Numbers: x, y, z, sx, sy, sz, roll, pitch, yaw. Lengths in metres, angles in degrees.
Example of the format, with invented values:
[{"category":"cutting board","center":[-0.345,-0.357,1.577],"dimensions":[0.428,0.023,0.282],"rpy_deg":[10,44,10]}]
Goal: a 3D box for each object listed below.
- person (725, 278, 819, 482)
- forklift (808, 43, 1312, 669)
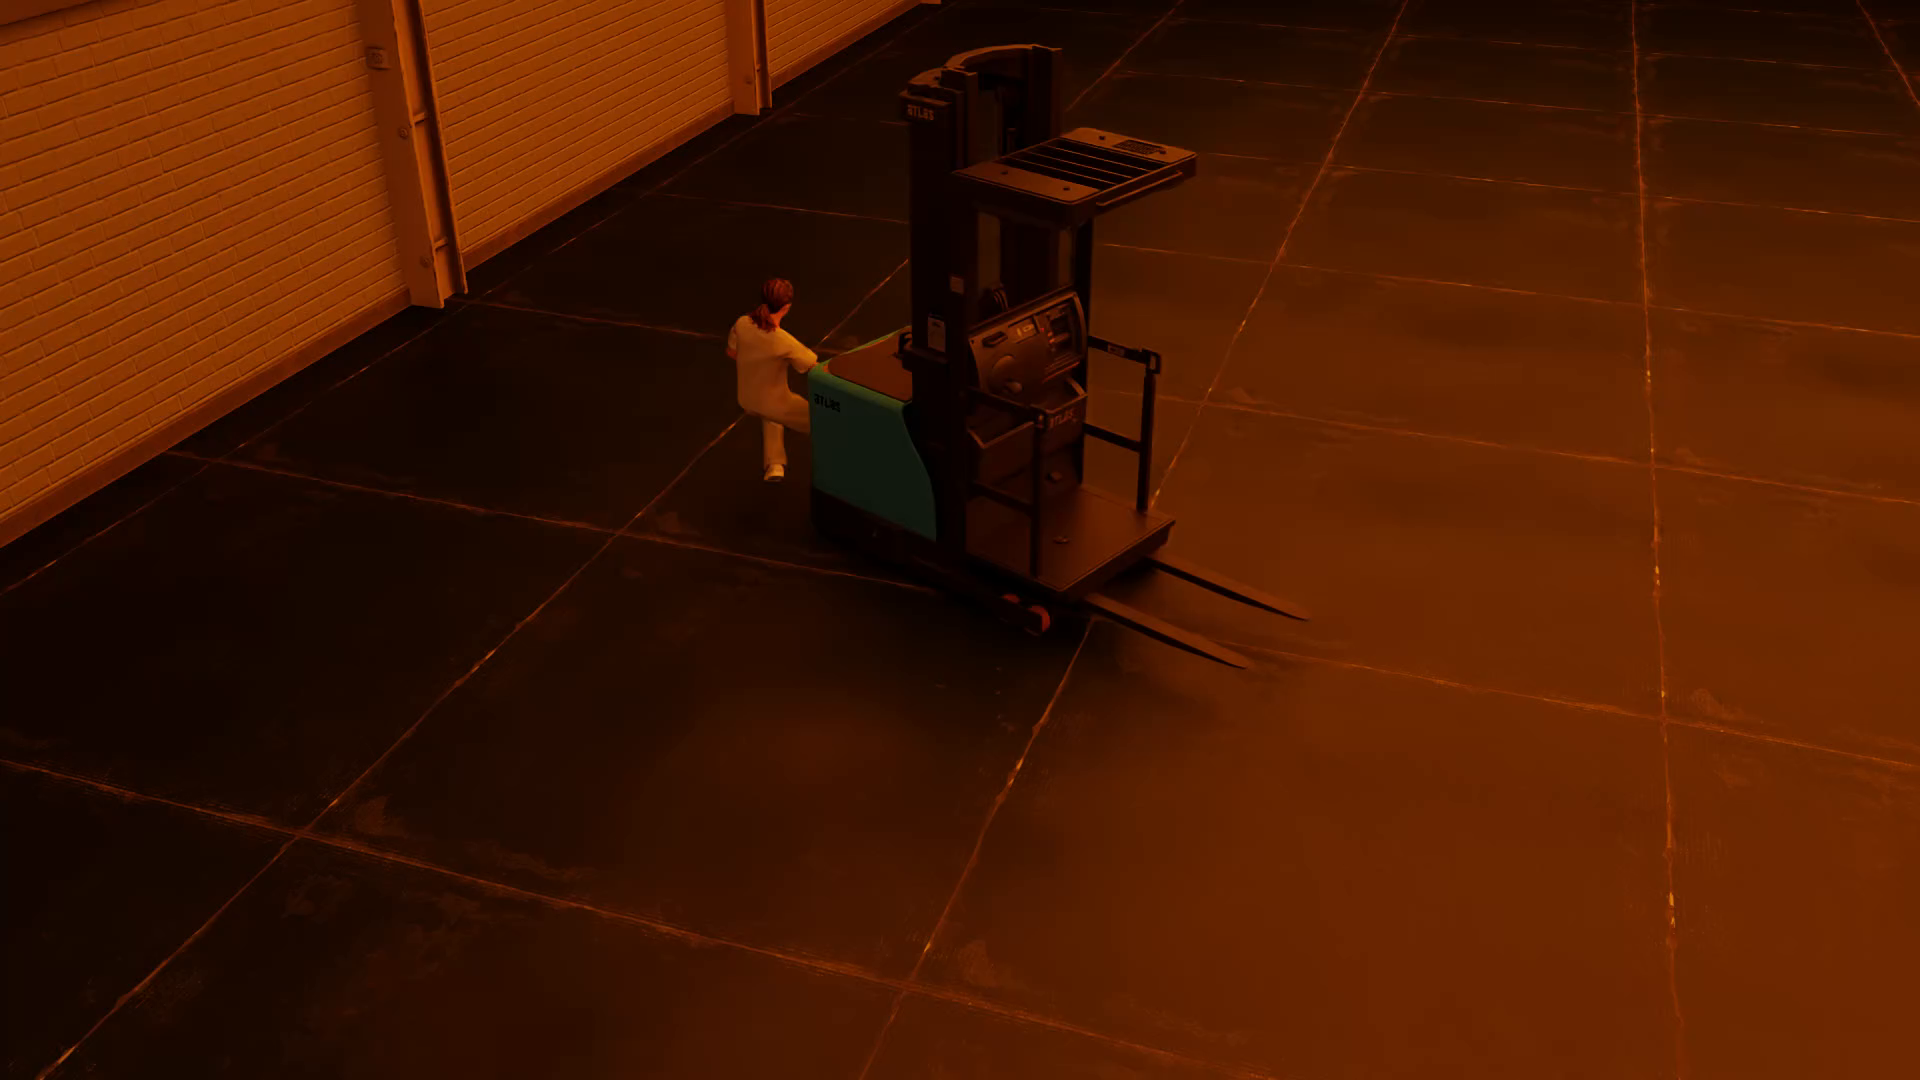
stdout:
[{"category":"person","center":[-1.034,-0.925,10.177],"dimensions":[0.706,1.526,0.668],"rpy_deg":[15,33,24]},{"category":"forklift","center":[0.535,-1.042,8.964],"dimensions":[3.031,2.935,1.130],"rpy_deg":[23,37,35]}]
